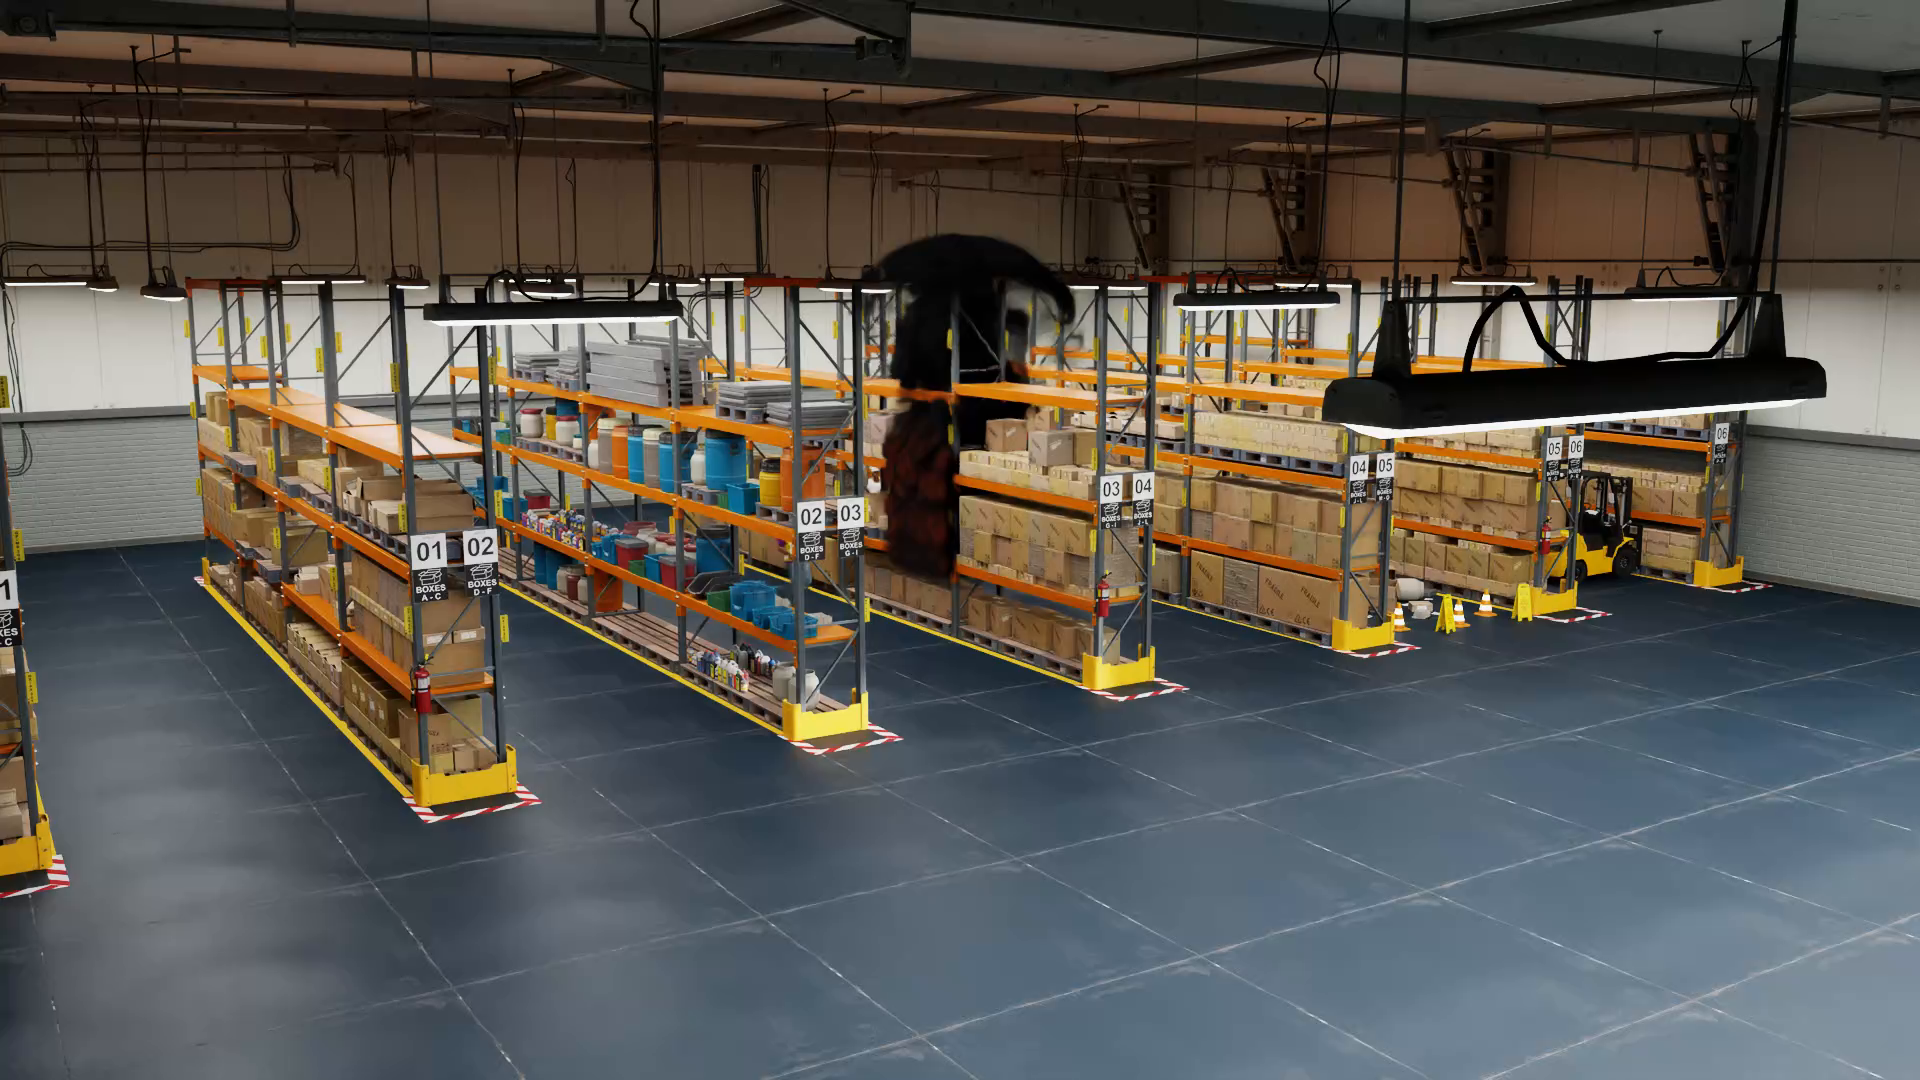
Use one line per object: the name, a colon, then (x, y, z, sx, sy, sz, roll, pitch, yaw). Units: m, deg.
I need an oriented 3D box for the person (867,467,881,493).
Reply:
person: (-1.839, -0.802, 37.565, 0.712, 1.720, 0.575, -4, 10, -24)

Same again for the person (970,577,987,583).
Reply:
person: (0.451, -0.055, 31.419, 0.722, 1.766, 0.595, -7, 12, -35)

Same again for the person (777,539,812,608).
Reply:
person: (-2.810, 0.368, 28.892, 0.674, 1.754, 0.536, -7, 12, -34)
